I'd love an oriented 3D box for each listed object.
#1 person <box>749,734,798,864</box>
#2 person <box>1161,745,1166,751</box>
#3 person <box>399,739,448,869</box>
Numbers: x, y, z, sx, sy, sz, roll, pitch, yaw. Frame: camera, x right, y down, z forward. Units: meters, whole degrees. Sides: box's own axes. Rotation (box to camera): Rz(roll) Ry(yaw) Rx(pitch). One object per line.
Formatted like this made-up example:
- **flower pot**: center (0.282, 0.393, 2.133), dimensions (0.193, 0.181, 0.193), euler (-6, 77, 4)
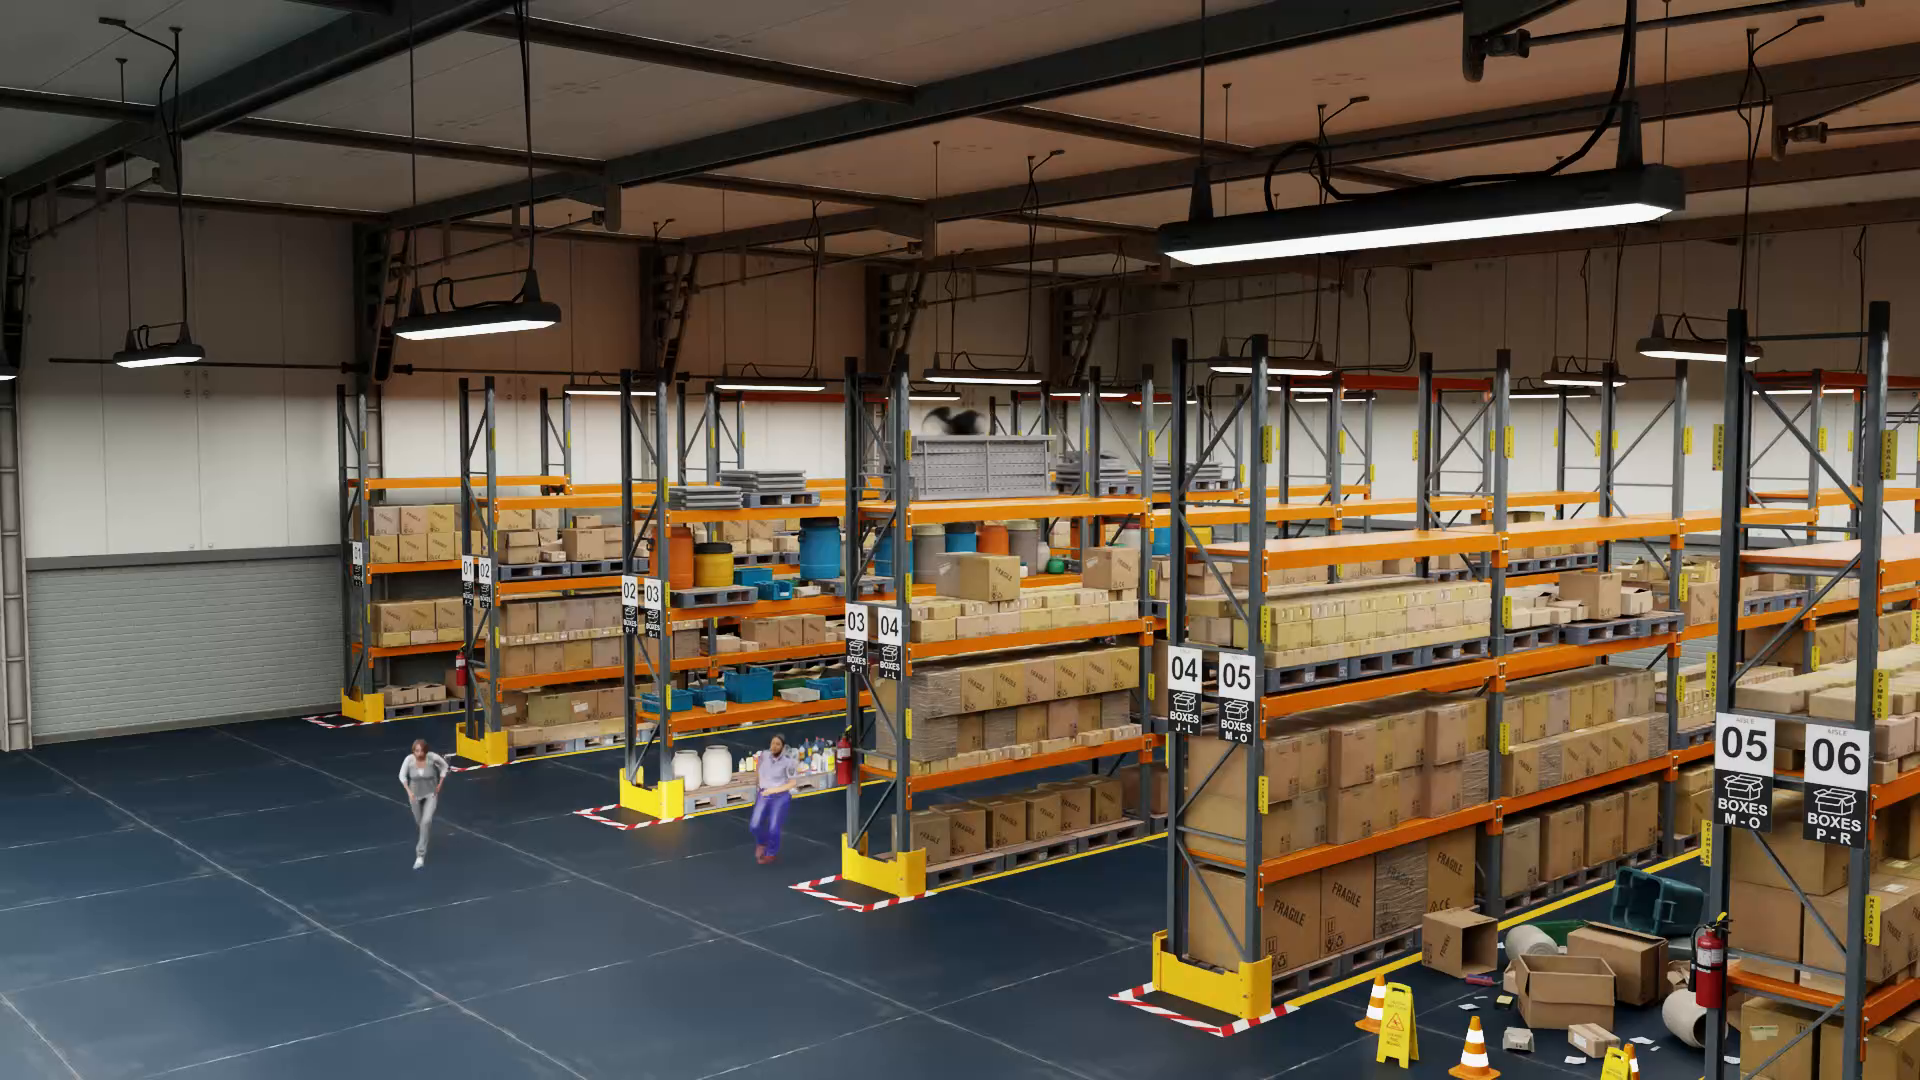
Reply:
- **person**: center (-2.201, 3.081, 19.727), dimensions (0.610, 1.594, 0.572), euler (1, 4, 17)
- **person**: center (3.658, 2.513, 27.206), dimensions (1.101, 1.770, 0.680), euler (-4, 5, -44)
- **person**: center (-6.454, 3.105, 20.032), dimensions (0.559, 1.549, 0.896), euler (-1, 4, -17)
